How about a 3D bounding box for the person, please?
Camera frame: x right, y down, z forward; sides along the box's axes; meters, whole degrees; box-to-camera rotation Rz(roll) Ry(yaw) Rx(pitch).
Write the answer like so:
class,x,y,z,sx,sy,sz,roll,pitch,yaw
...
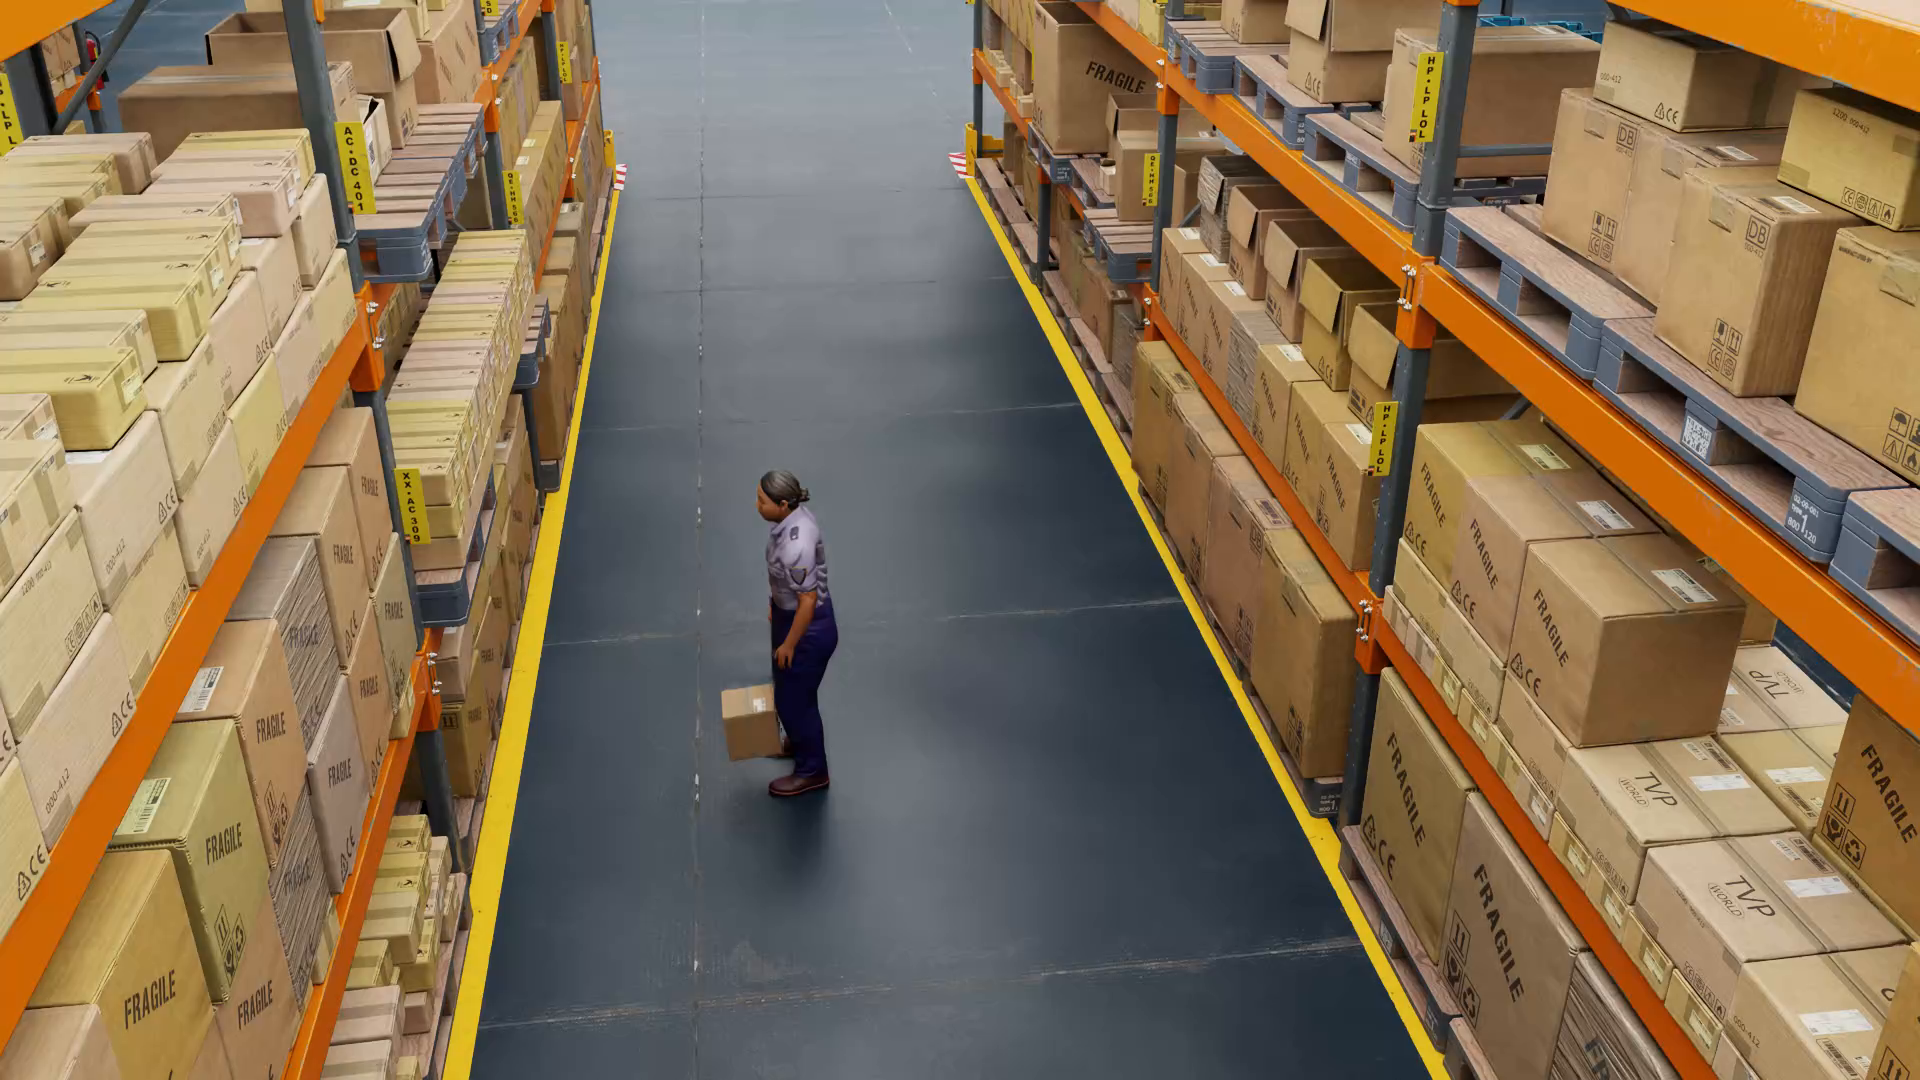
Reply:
class,x,y,z,sx,sy,sz,roll,pitch,yaw
person,-0.770,0.406,7.838,0.371,1.654,0.532,-4,28,-9
